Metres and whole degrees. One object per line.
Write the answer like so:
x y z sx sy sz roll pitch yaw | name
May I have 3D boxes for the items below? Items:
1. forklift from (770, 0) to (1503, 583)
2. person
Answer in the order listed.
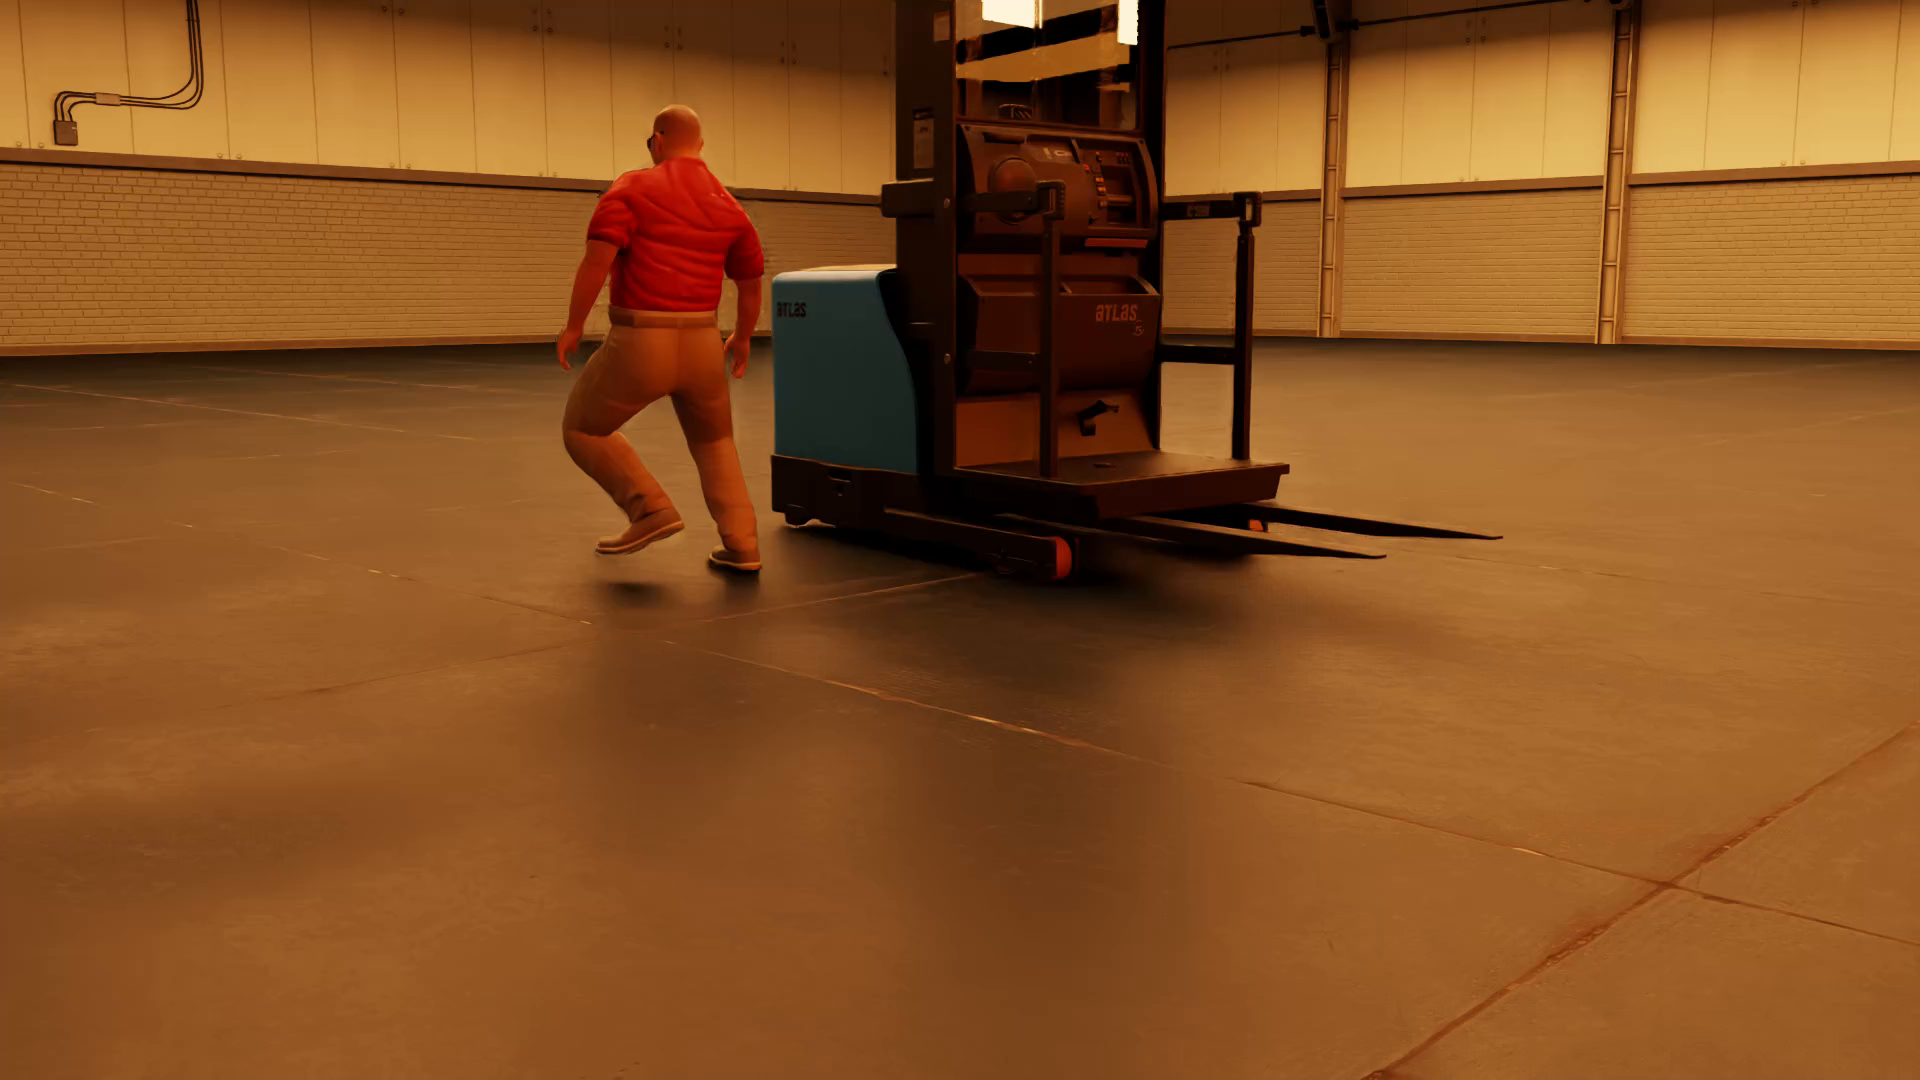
0.518 -1.385 6.068 1.130 2.935 3.031 -7 11 -39 | forklift
-1.020 -0.691 5.838 0.776 1.623 0.506 -5 10 -31 | person
